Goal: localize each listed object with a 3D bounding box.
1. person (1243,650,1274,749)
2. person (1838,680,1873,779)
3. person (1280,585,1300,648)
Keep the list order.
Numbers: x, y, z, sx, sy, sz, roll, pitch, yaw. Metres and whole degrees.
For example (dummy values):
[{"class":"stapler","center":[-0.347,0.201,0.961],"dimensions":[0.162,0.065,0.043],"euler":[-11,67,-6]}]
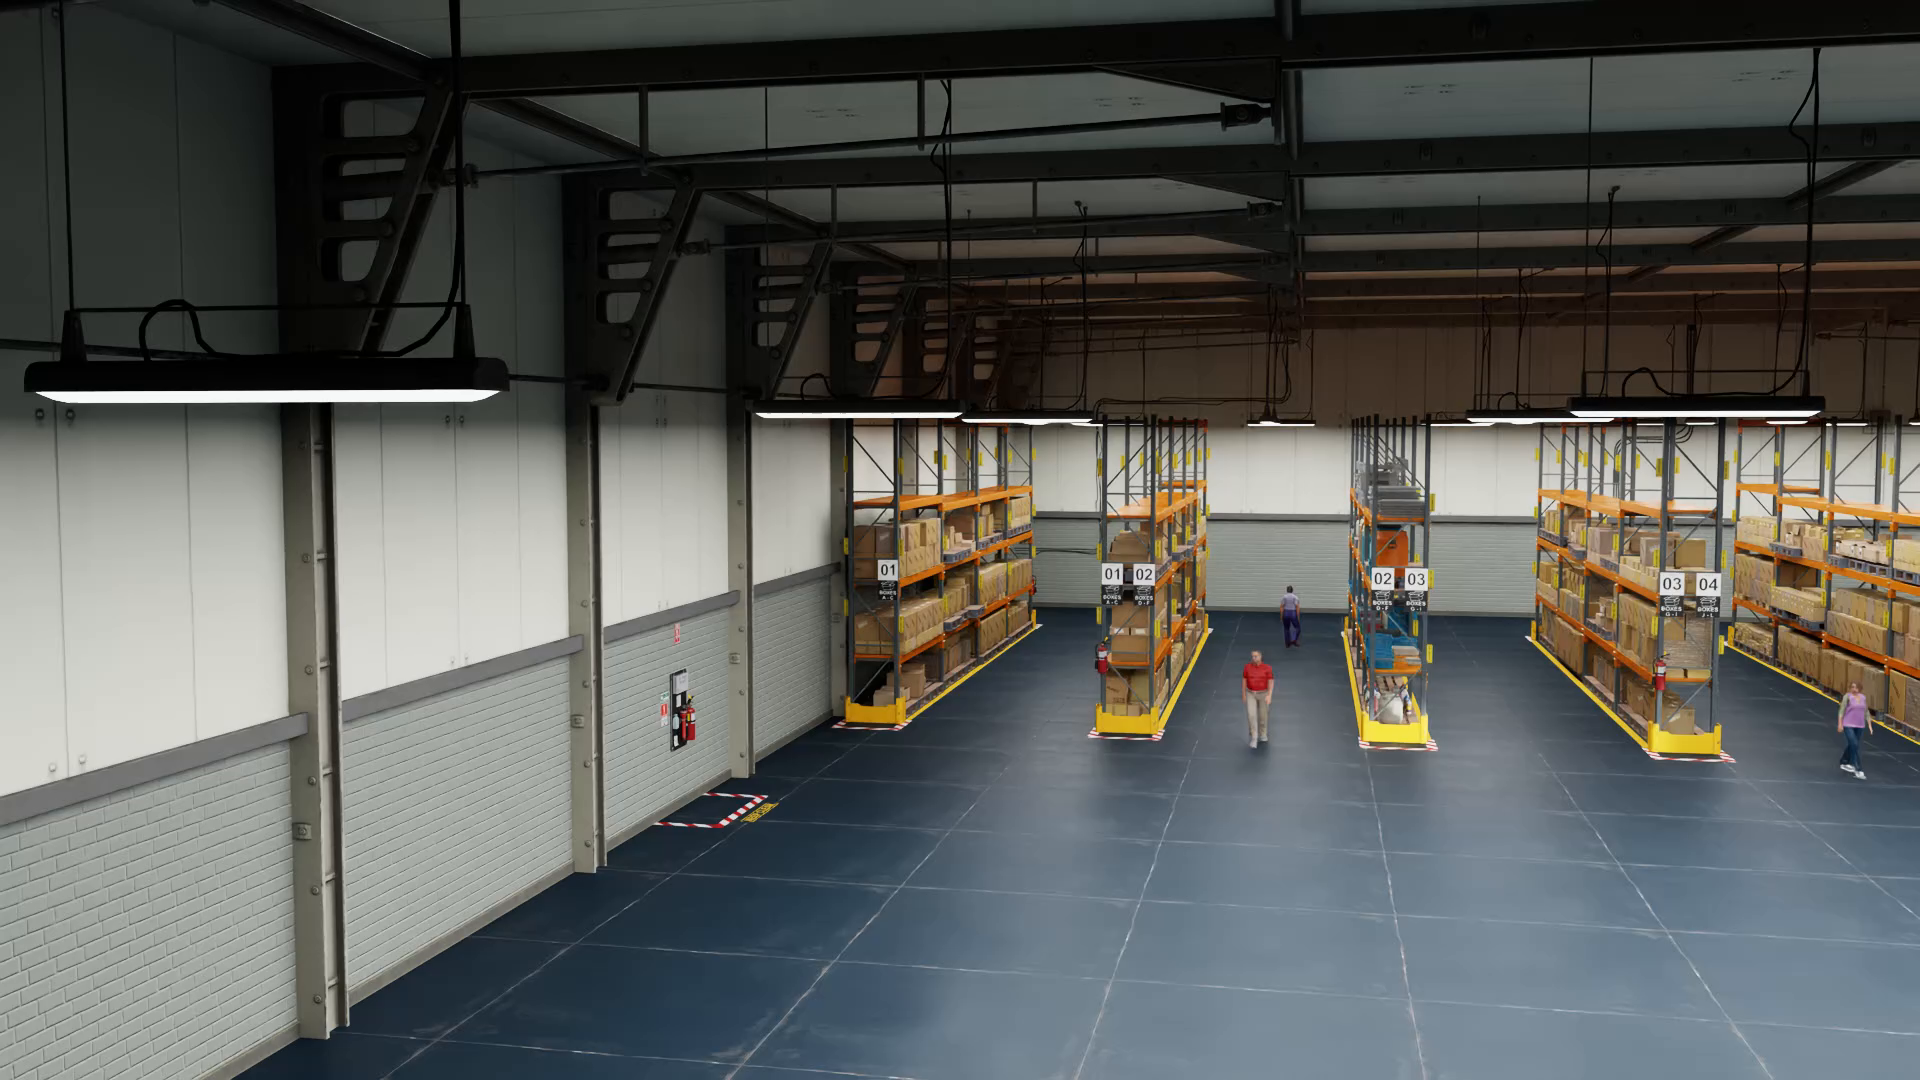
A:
[{"class":"person","center":[5.401,2.859,30.170],"dimensions":[0.567,1.723,0.879],"euler":[1,4,13]},{"class":"person","center":[14.795,3.119,27.510],"dimensions":[0.442,1.610,0.696],"euler":[-1,4,-8]},{"class":"person","center":[8.649,2.017,43.528],"dimensions":[0.538,1.632,0.499],"euler":[1,4,18]}]
